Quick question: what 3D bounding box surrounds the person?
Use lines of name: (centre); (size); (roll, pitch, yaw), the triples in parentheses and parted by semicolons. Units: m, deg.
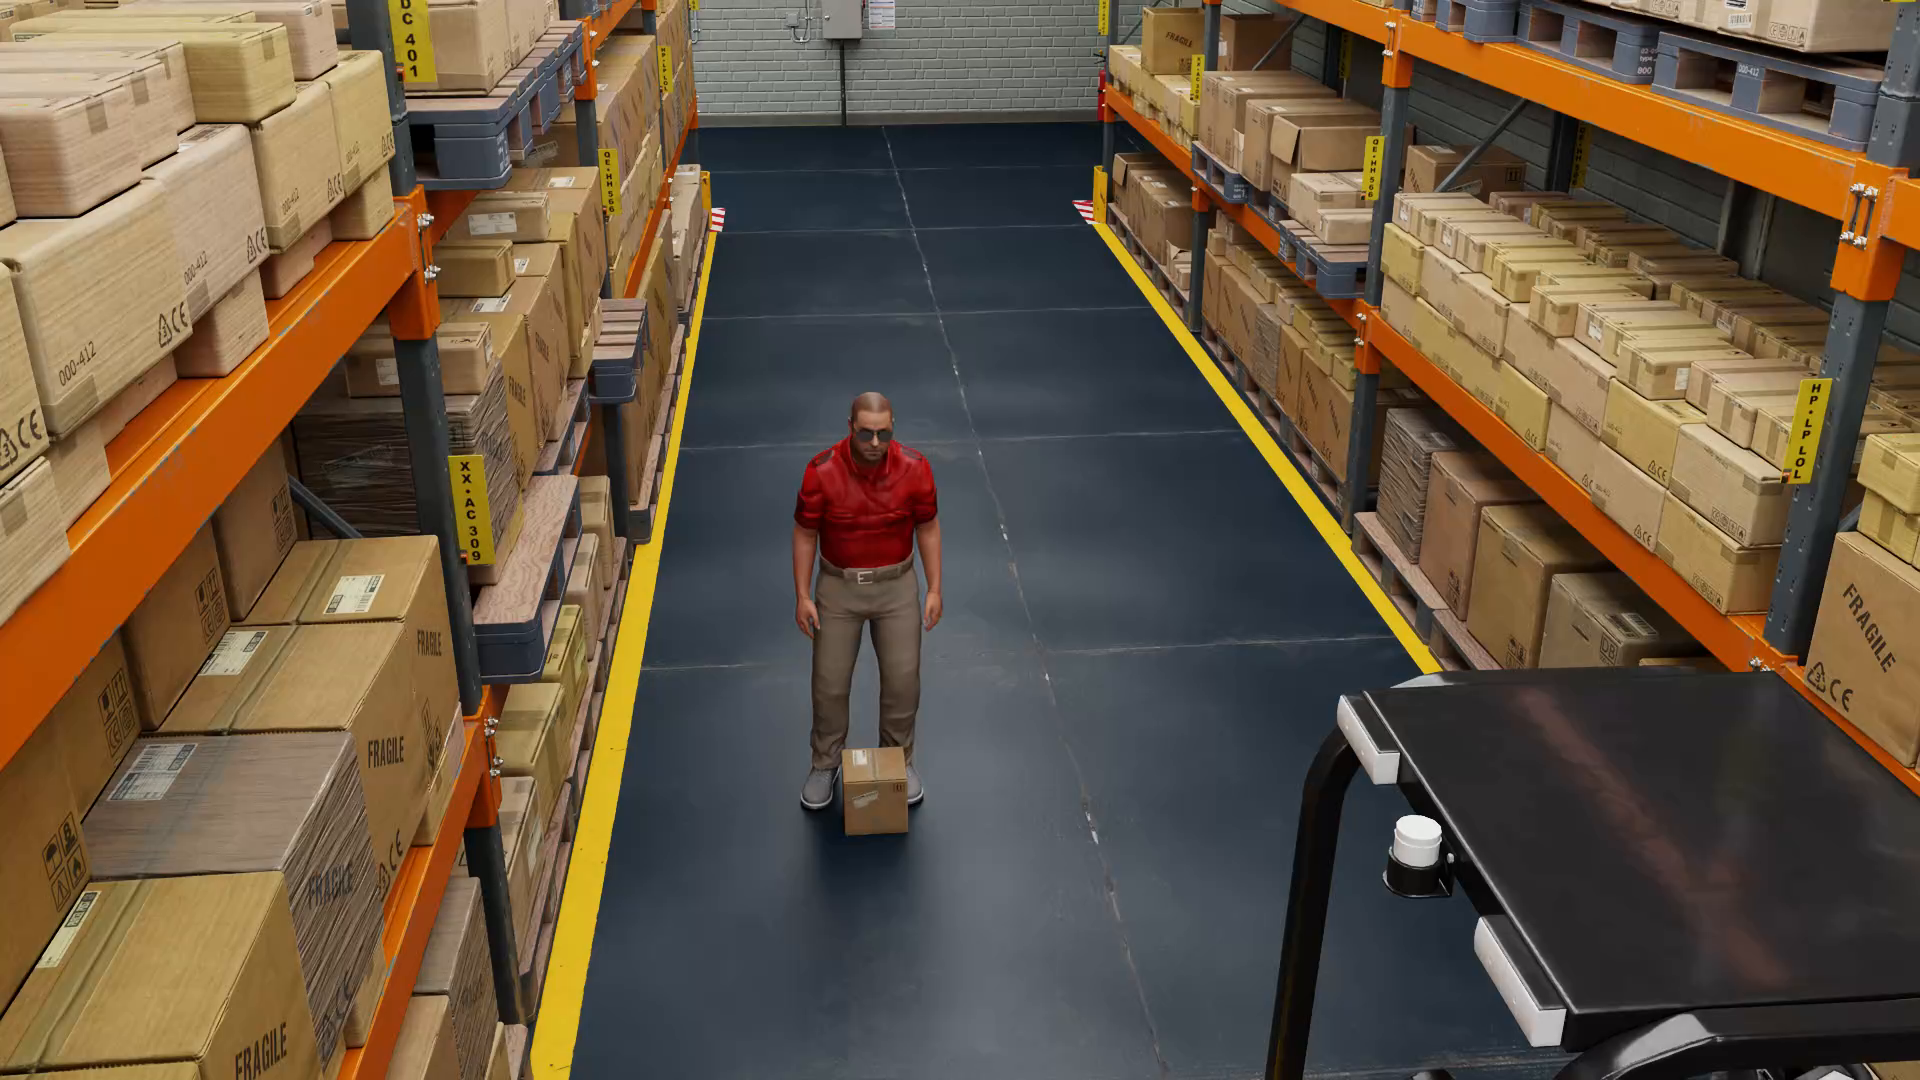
person: (-0.366, 0.228, 6.593); (0.606, 1.728, 0.400); (-3, 24, -8)
